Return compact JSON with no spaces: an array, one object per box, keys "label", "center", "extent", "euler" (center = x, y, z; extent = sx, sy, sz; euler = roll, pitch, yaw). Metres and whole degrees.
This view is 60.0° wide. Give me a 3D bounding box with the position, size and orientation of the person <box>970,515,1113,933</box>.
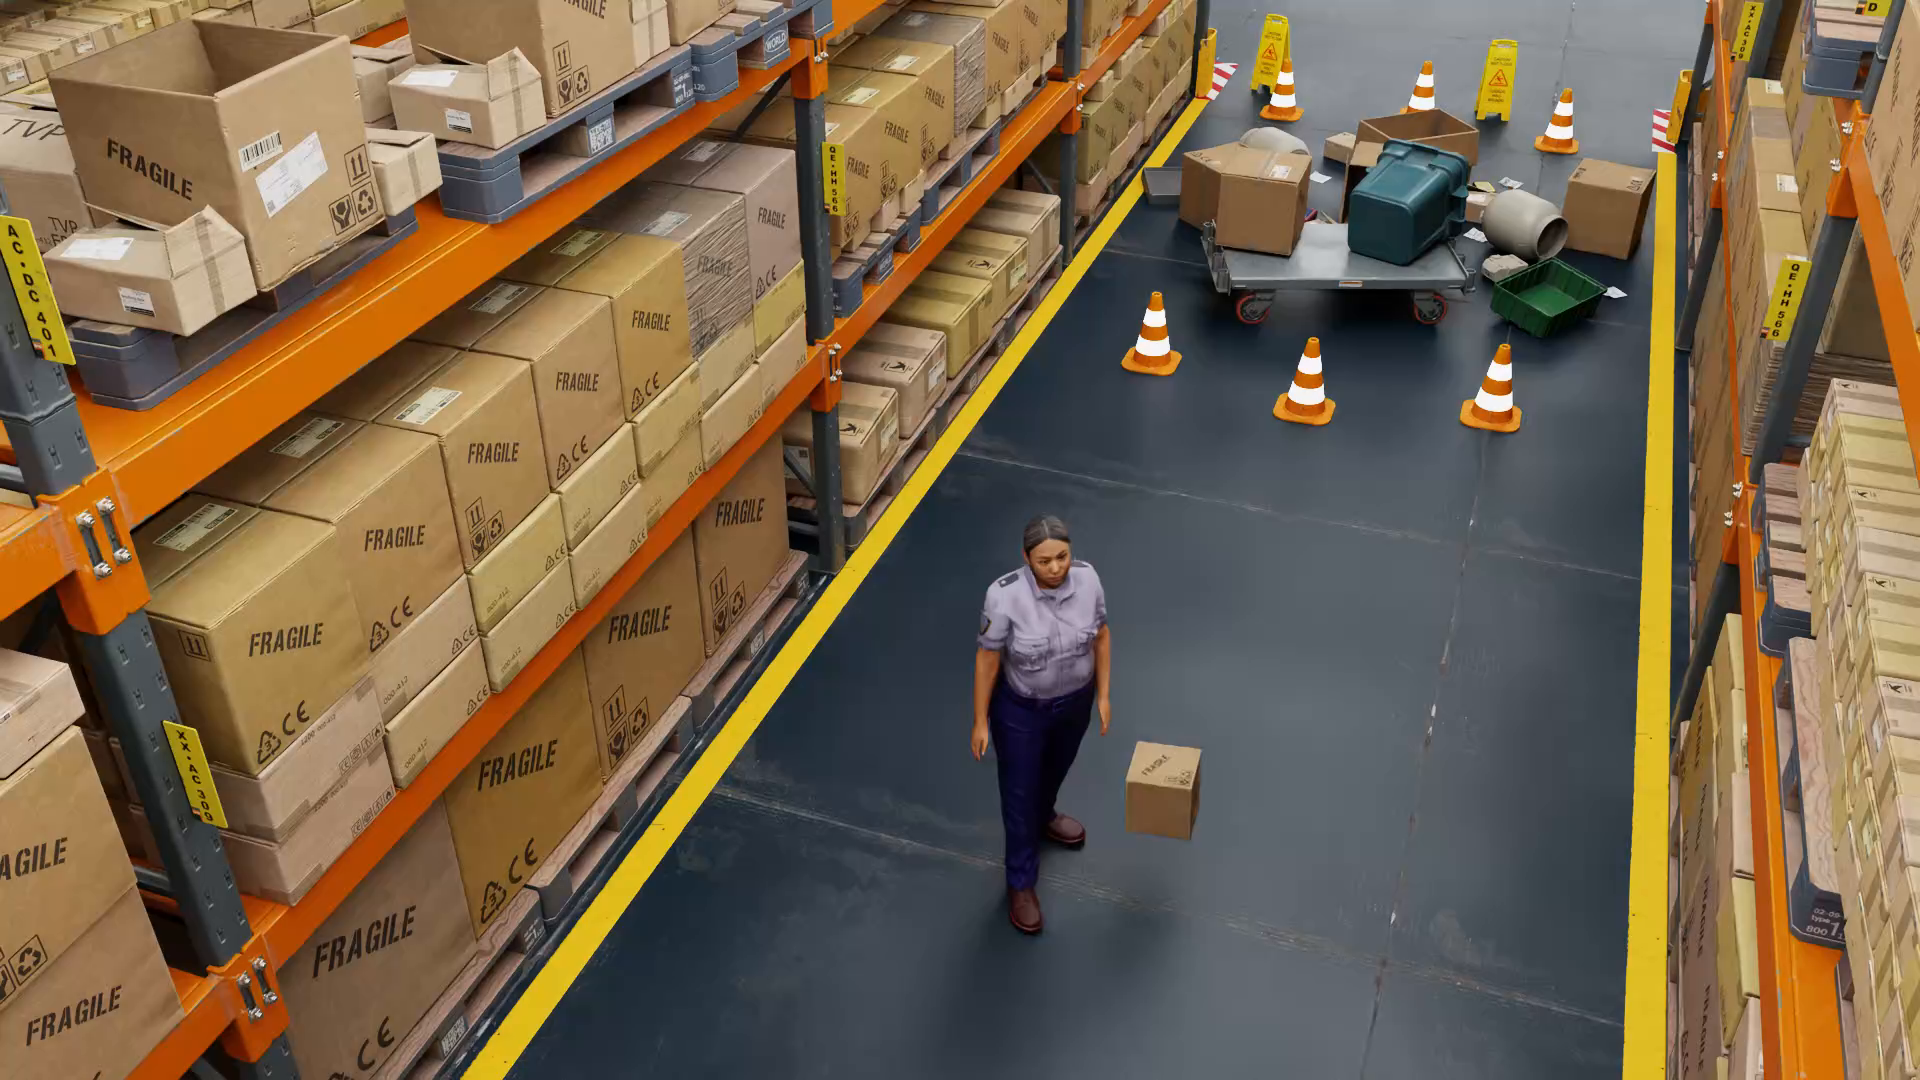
[{"label":"person","center":[0.300,0.636,6.180],"extent":[0.593,1.641,0.609],"euler":[-15,36,-22]}]
